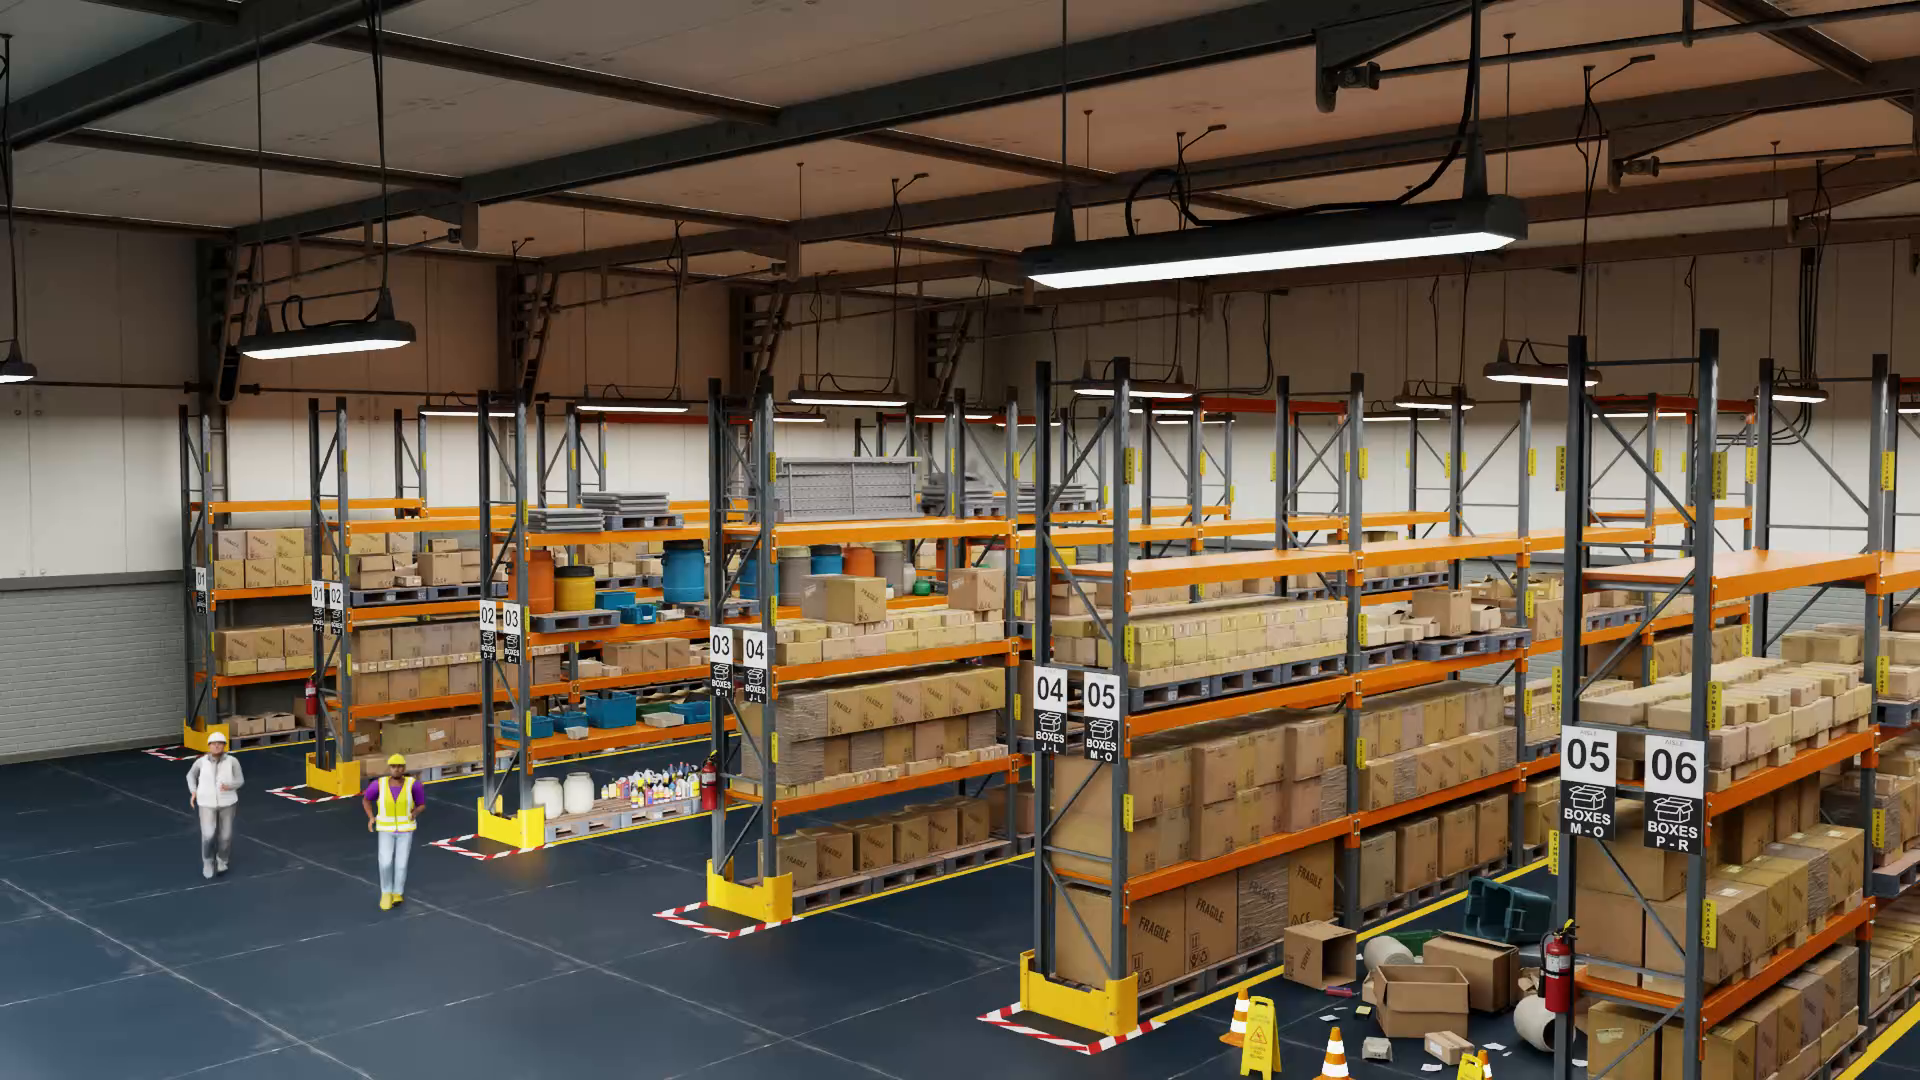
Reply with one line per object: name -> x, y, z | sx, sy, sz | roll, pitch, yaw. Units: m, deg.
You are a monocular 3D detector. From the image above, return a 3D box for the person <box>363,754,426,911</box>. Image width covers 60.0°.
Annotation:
person -> -6.377, 3.301, 18.793 | 0.673, 1.773, 0.700 | -1, 3, -22

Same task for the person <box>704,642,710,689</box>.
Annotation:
person -> -4.964, 2.540, 33.960 | 0.537, 1.728, 0.716 | 2, 3, 29

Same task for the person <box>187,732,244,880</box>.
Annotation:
person -> -9.019, 3.218, 20.173 | 0.629, 1.771, 0.693 | -2, 3, -27
